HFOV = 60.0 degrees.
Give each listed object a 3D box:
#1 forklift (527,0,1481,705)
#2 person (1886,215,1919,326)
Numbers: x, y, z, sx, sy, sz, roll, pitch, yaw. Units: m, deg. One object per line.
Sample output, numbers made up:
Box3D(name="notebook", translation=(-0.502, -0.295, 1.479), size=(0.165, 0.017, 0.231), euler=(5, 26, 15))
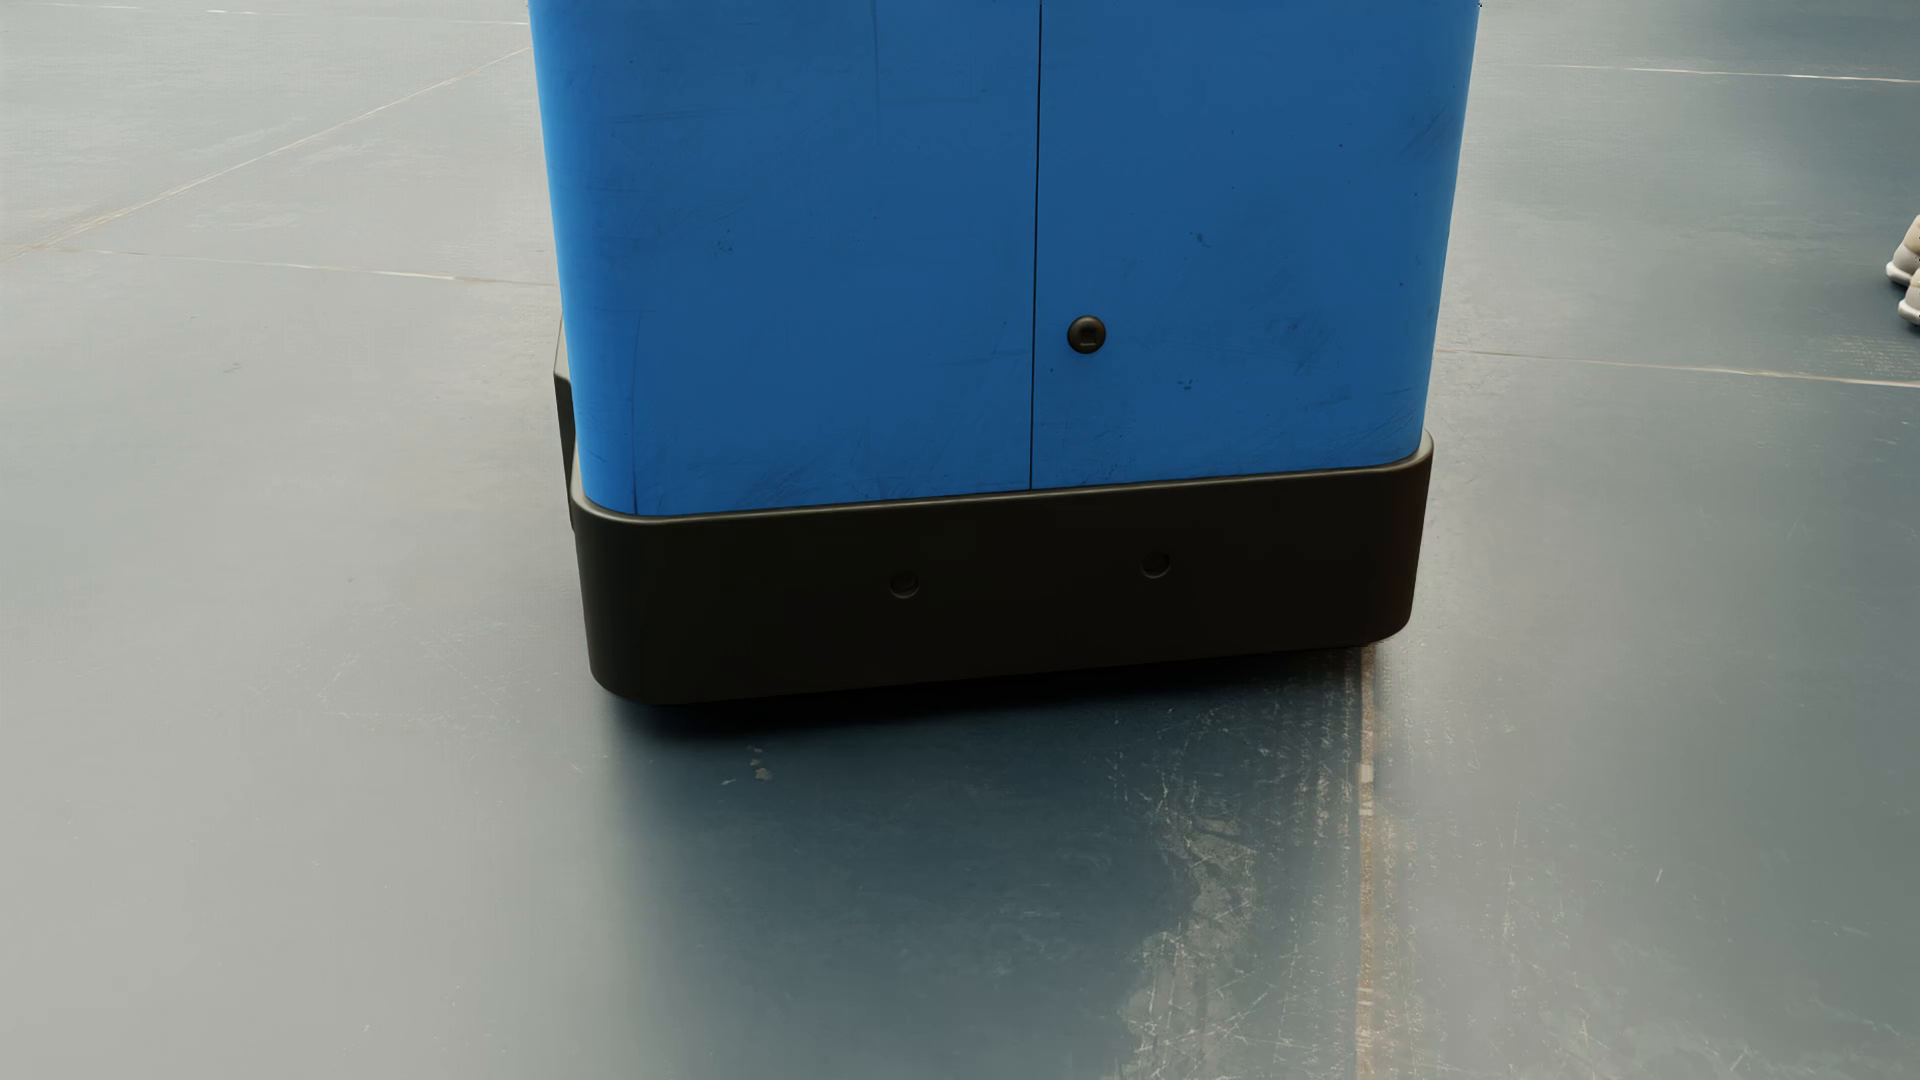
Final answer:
Box3D(name="forklift", translation=(-0.165, -1.754, 2.723), size=(1.130, 2.935, 3.031), euler=(-4, 27, -8))
Box3D(name="person", translation=(2.092, -1.200, 3.046), size=(0.763, 1.681, 0.518), euler=(-15, 31, -28))
